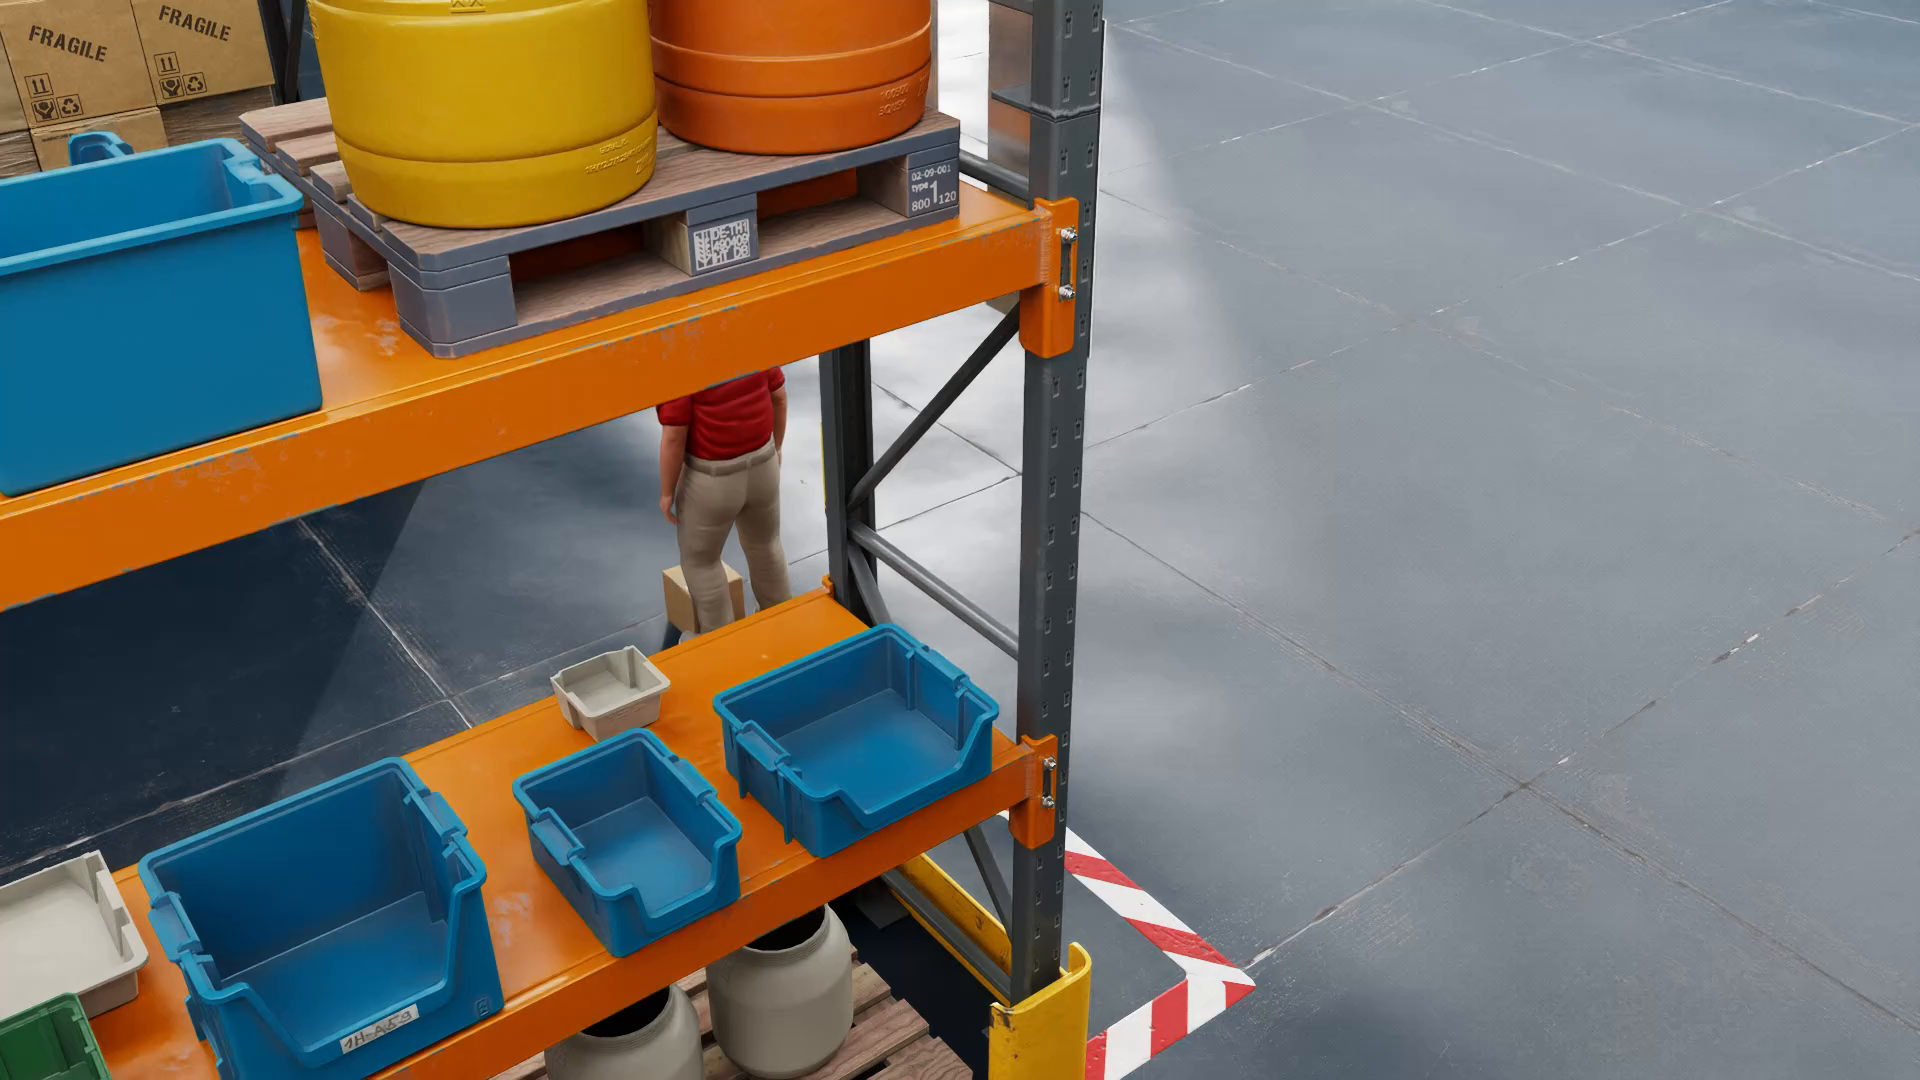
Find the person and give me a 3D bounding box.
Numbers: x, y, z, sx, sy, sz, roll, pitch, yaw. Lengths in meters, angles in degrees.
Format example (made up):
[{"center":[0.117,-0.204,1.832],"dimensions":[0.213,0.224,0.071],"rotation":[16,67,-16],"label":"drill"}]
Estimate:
[{"center":[-0.939,-0.272,6.586],"dimensions":[0.593,1.725,0.400],"rotation":[-24,39,-34],"label":"person"}]
